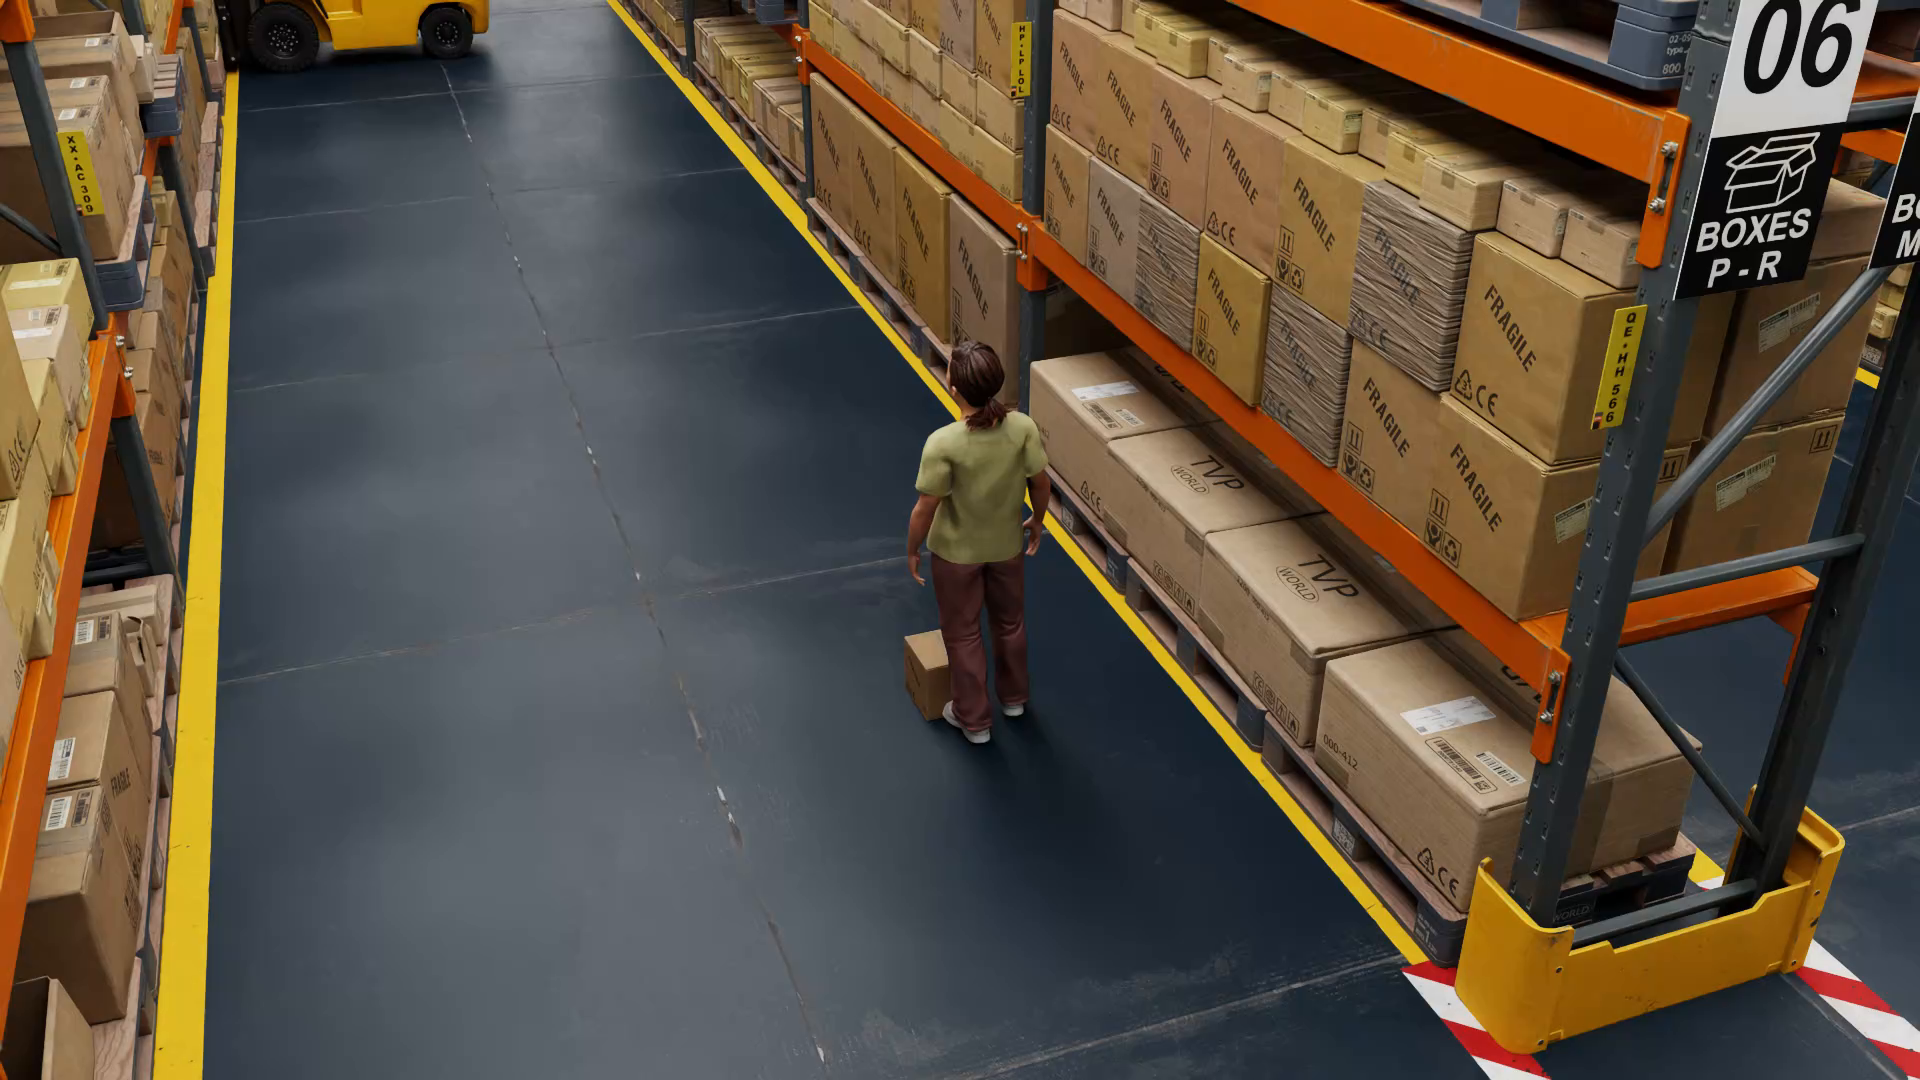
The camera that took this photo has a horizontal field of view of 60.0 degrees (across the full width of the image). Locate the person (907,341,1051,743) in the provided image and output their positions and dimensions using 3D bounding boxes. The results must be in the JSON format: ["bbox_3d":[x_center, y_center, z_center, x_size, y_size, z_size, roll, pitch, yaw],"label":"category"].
[{"bbox_3d":[0.044,0.108,6.173,0.555,1.428,0.549,-11,32,-18],"label":"person"}]
